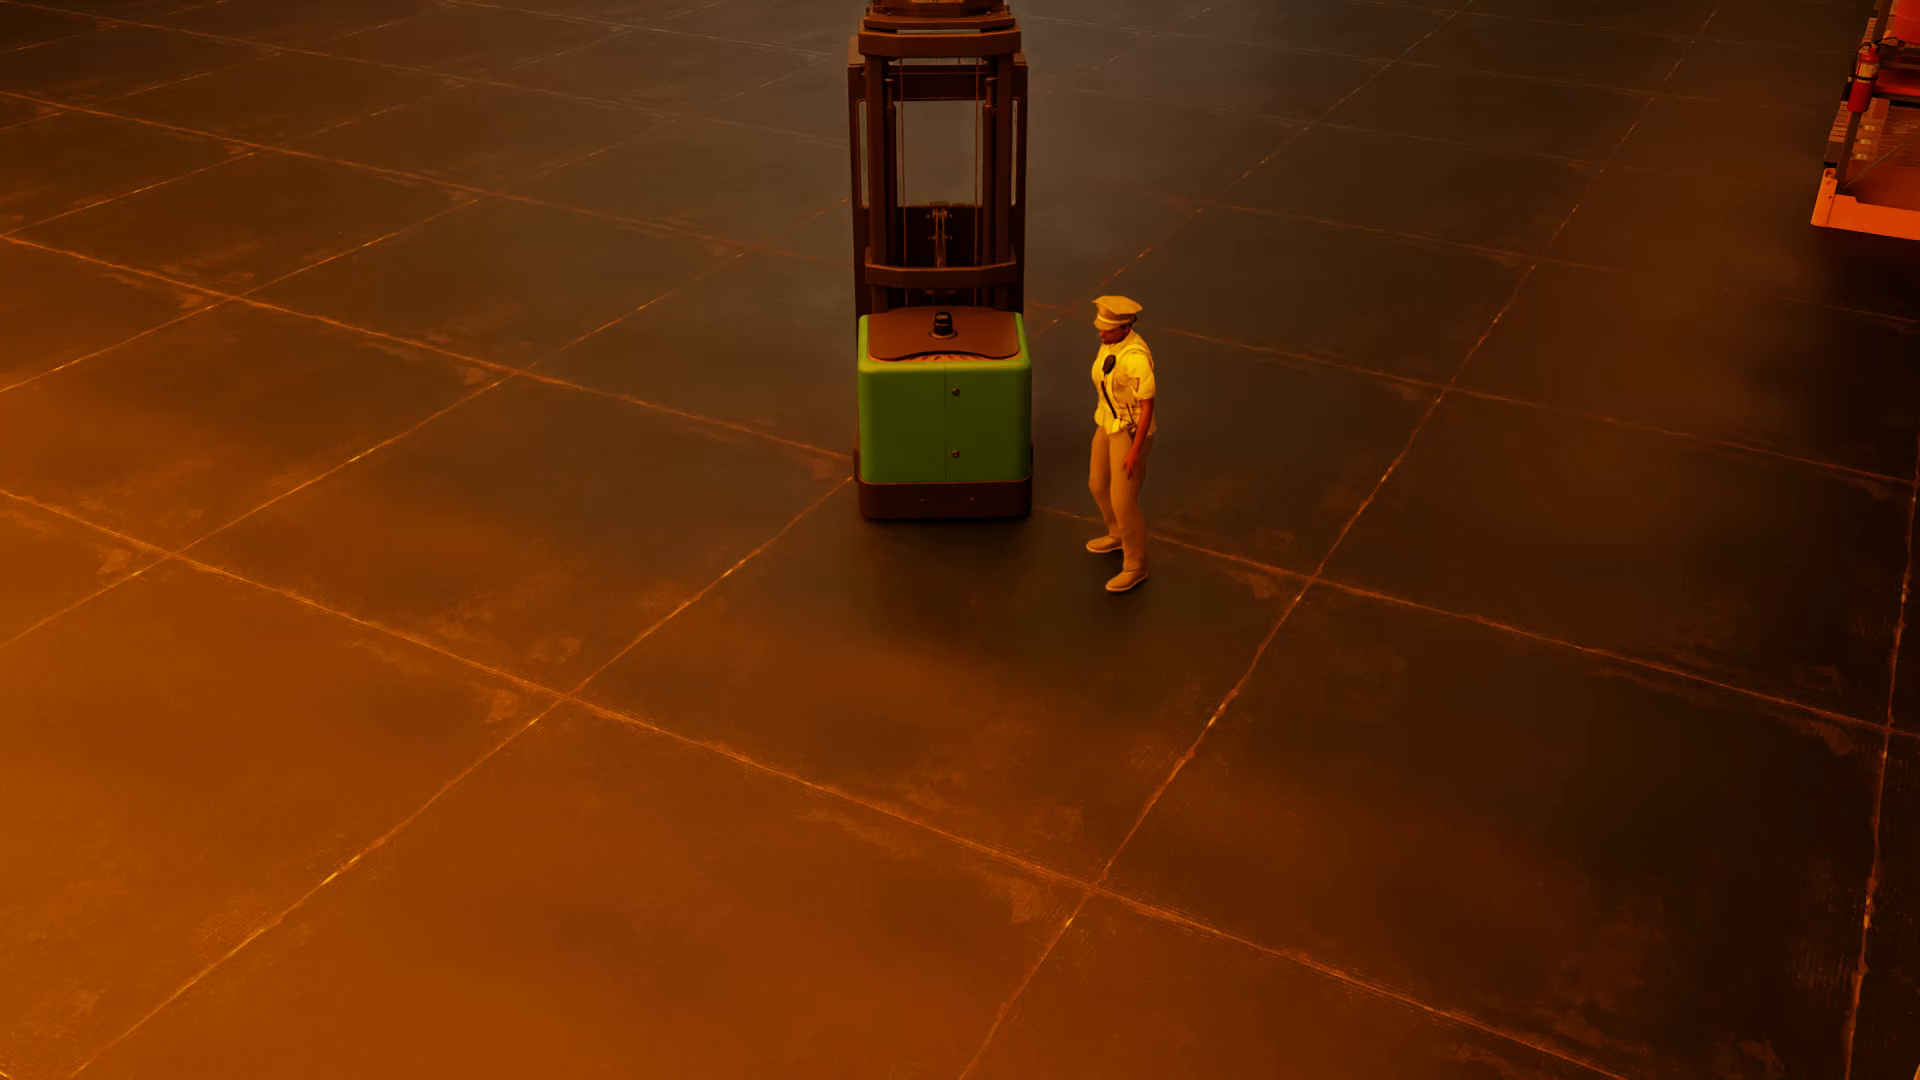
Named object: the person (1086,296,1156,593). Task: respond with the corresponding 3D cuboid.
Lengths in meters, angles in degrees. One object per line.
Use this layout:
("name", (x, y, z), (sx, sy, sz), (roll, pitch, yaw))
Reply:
("person", (0.913, -0.592, 9.399), (0.377, 1.636, 0.727), (-10, 31, -17))

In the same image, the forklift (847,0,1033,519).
("forklift", (-0.145, -2.099, 10.708), (1.130, 2.935, 3.031), (-1, 30, -2))
